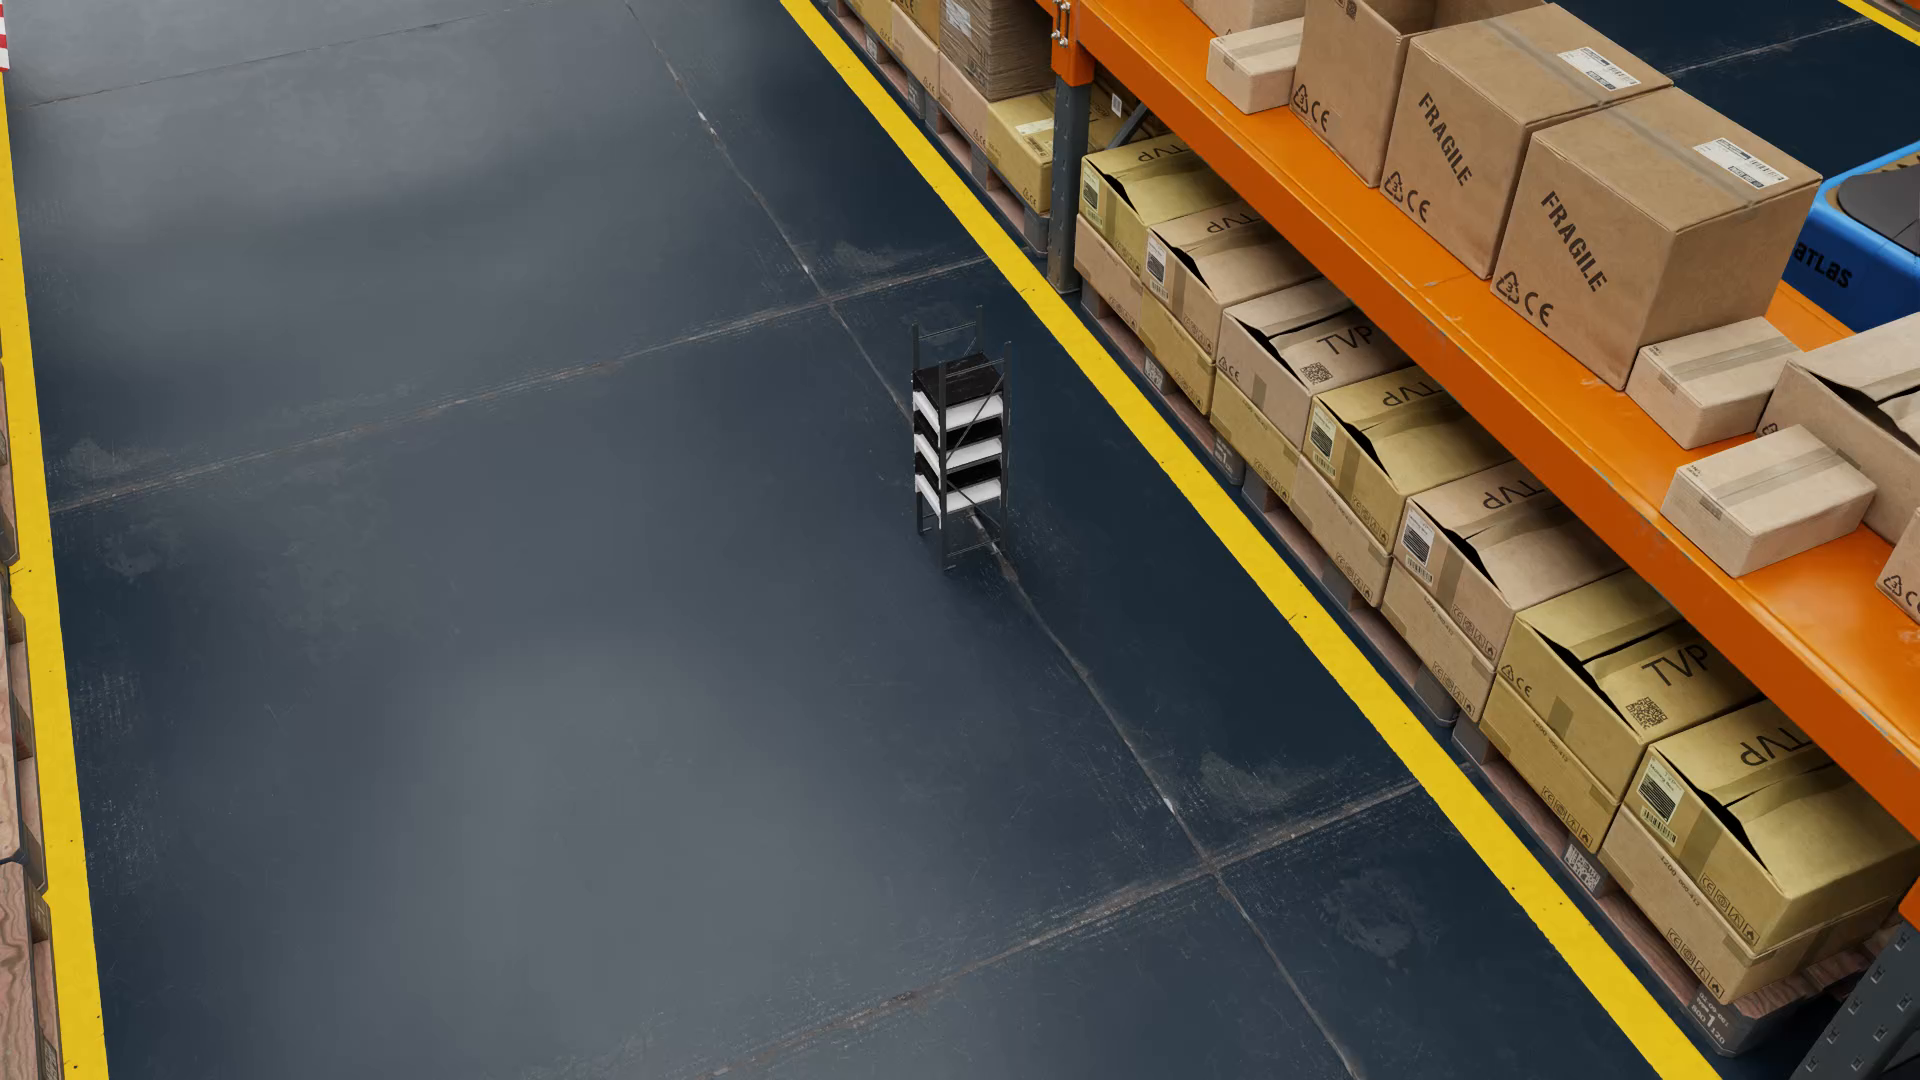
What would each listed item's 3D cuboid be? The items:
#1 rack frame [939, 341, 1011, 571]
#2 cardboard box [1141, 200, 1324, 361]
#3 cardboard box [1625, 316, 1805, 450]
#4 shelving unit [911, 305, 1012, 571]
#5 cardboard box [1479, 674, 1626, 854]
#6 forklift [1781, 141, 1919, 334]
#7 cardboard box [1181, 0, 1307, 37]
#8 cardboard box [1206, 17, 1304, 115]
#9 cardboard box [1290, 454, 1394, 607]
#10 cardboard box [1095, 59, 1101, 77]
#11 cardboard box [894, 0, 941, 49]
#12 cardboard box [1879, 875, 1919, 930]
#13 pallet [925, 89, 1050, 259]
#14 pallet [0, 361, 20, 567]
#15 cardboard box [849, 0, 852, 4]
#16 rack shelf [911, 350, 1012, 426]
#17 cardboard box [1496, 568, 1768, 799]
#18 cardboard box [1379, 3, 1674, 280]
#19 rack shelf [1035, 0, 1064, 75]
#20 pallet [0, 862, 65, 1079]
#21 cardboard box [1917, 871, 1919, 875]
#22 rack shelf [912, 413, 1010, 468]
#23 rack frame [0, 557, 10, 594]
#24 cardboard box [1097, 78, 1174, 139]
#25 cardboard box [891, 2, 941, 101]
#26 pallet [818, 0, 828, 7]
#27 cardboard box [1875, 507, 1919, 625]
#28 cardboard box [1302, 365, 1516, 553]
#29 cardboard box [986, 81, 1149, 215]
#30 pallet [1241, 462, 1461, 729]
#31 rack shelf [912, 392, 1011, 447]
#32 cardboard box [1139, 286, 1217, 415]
[{"bbox_3d":[0.046,-0.250,5.363,0.240,0.900,0.006,-18,47,-17],"label":"rack frame"},{"bbox_3d":[0.988,-0.955,5.841,0.500,0.311,0.500,-19,48,-18],"label":"cardboard box"},{"bbox_3d":[1.929,-0.399,4.198,0.380,0.149,0.250,-15,47,-14],"label":"cardboard box"},{"bbox_3d":[0.003,-0.315,5.429,0.258,0.900,0.210,-18,47,-17],"label":"shelving unit"},{"bbox_3d":[1.854,0.546,4.720,0.500,0.250,0.500,-19,48,-18],"label":"cardboard box"},{"bbox_3d":[3.867,-0.683,4.355,1.130,2.935,3.031,-23,49,-21],"label":"forklift"},{"bbox_3d":[1.081,-1.887,5.634,0.500,0.250,0.500,-15,47,-15],"label":"cardboard box"},{"bbox_3d":[1.021,-1.527,5.341,0.380,0.149,0.250,-18,47,-17],"label":"cardboard box"},{"bbox_3d":[1.426,-0.102,5.377,0.500,0.250,0.500,-17,47,-17],"label":"cardboard box"},{"bbox_3d":[0.706,-2.384,7.155,0.500,0.500,0.500,-18,47,-17],"label":"cardboard box"},{"bbox_3d":[0.027,-2.550,7.323,0.500,0.500,0.500,-18,47,-17],"label":"cardboard box"},{"bbox_3d":[2.562,0.716,4.547,0.500,0.250,0.500,-18,47,-18],"label":"cardboard box"},{"bbox_3d":[0.538,-1.768,7.392,1.003,0.211,1.213,-18,47,-17],"label":"pallet"},{"bbox_3d":[-3.906,-0.229,5.832,1.003,0.211,1.213,-18,47,-17],"label":"pallet"},{"bbox_3d":[-0.401,-2.918,8.230,0.500,0.250,0.500,-18,47,-17],"label":"cardboard box"},{"bbox_3d":[0.003,-0.484,5.262,0.258,0.077,0.200,-18,47,-17],"label":"rack shelf"},{"bbox_3d":[1.848,0.347,4.522,0.500,0.311,0.500,-19,48,-18],"label":"cardboard box"},{"bbox_3d":[1.574,-1.128,4.686,0.500,0.500,0.500,-18,47,-17],"label":"cardboard box"},{"bbox_3d":[-0.007,-3.260,7.431,1.077,0.370,4.000,-18,47,-17],"label":"rack shelf"},{"bbox_3d":[-2.779,1.479,4.101,1.003,0.211,1.213,-18,47,-17],"label":"pallet"},{"bbox_3d":[2.562,0.517,4.350,0.500,0.311,0.500,-17,47,-16],"label":"cardboard box"},{"bbox_3d":[0.003,-0.355,5.389,0.258,0.077,0.200,-18,47,-17],"label":"rack shelf"},{"bbox_3d":[-3.662,-0.781,4.406,1.000,3.000,0.127,-18,47,-17],"label":"rack frame"},{"bbox_3d":[0.914,-1.797,7.095,0.500,0.250,0.500,-18,47,-17],"label":"cardboard box"},{"bbox_3d":[0.016,-2.279,7.583,0.500,0.250,0.500,-18,47,-17],"label":"cardboard box"},{"bbox_3d":[-0.488,-3.323,8.968,1.003,0.211,1.213,-18,47,-17],"label":"pallet"},{"bbox_3d":[2.403,0.094,3.582,0.500,0.311,0.500,-15,47,-15],"label":"cardboard box"},{"bbox_3d":[1.429,-0.296,5.173,0.500,0.311,0.500,-17,47,-16],"label":"cardboard box"},{"bbox_3d":[0.441,-1.643,6.939,0.500,0.250,0.500,-18,47,-17],"label":"cardboard box"},{"bbox_3d":[1.696,-0.013,5.612,1.003,0.211,1.213,-18,47,-17],"label":"pallet"},{"bbox_3d":[0.003,-0.420,5.326,0.258,0.077,0.200,-18,47,-17],"label":"rack shelf"},{"bbox_3d":[0.993,-0.756,6.039,0.500,0.250,0.500,-17,47,-16],"label":"cardboard box"}]
